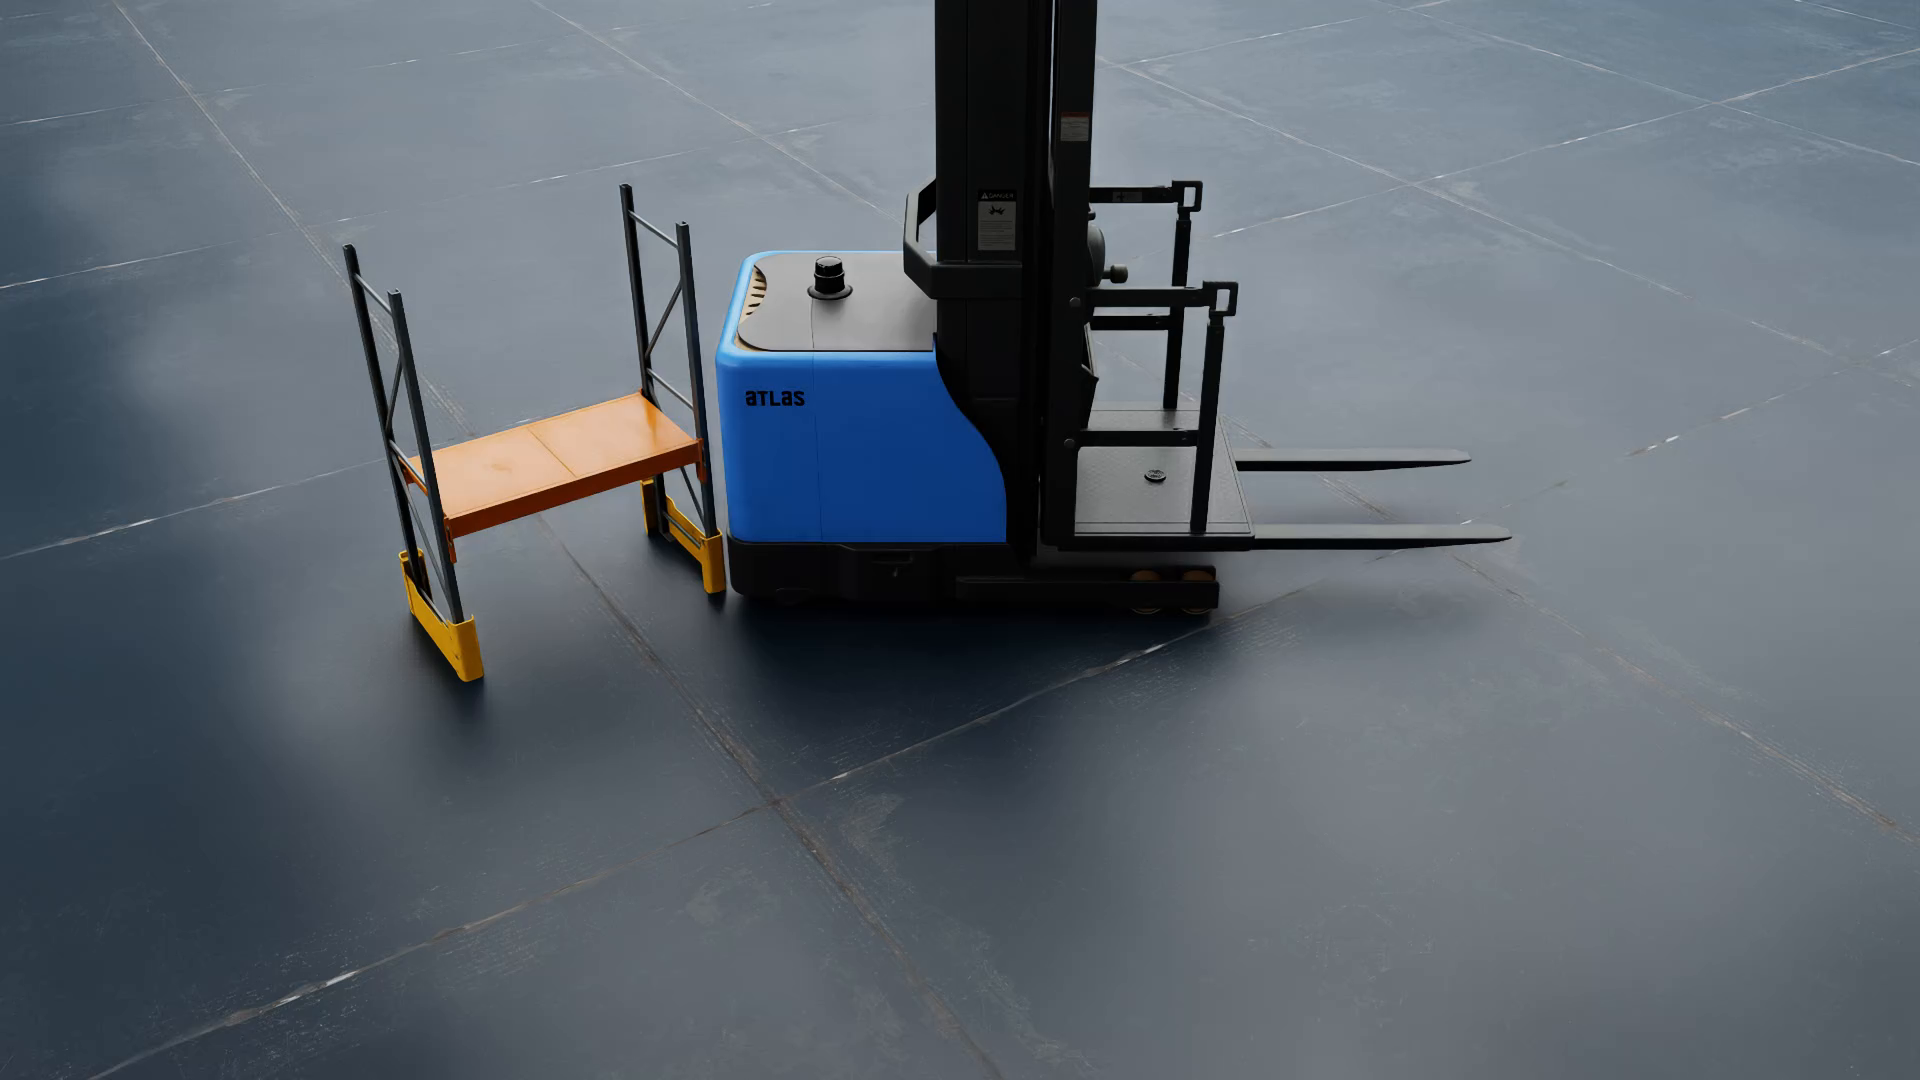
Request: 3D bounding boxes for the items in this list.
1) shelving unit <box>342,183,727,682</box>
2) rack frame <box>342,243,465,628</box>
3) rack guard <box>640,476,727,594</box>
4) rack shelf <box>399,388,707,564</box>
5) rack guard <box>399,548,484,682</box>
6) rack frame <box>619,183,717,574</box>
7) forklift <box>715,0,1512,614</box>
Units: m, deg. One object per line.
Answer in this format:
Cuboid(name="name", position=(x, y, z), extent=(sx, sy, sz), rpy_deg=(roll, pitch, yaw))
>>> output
Cuboid(name="shelving unit", position=(-1.520, -0.409, 6.085), extent=(1.083, 1.500, 0.587), rpy_deg=(-20, 38, -29))
Cuboid(name="rack frame", position=(-1.930, -0.256, 5.843), extent=(0.032, 1.500, 0.500), rpy_deg=(-20, 38, -29))
Cuboid(name="rack guard", position=(-1.112, -0.032, 6.660), extent=(0.087, 0.250, 0.587), rpy_deg=(-20, 38, -29))
Cuboid(name="rack shelf", position=(-1.513, -0.259, 6.185), extent=(1.000, 0.185, 0.538), rpy_deg=(-20, 38, -29))
Cuboid(name="rack guard", position=(-1.929, 0.272, 6.177), extent=(0.087, 0.250, 0.587), rpy_deg=(-20, 38, -29))
Cuboid(name="rack frame", position=(-1.096, -0.567, 6.336), extent=(0.032, 1.500, 0.500), rpy_deg=(-20, 38, -29))
Cuboid(name="forklift", position=(0.627, -1.239, 6.061), extent=(3.031, 2.935, 1.130), rpy_deg=(0, 32, 0))
